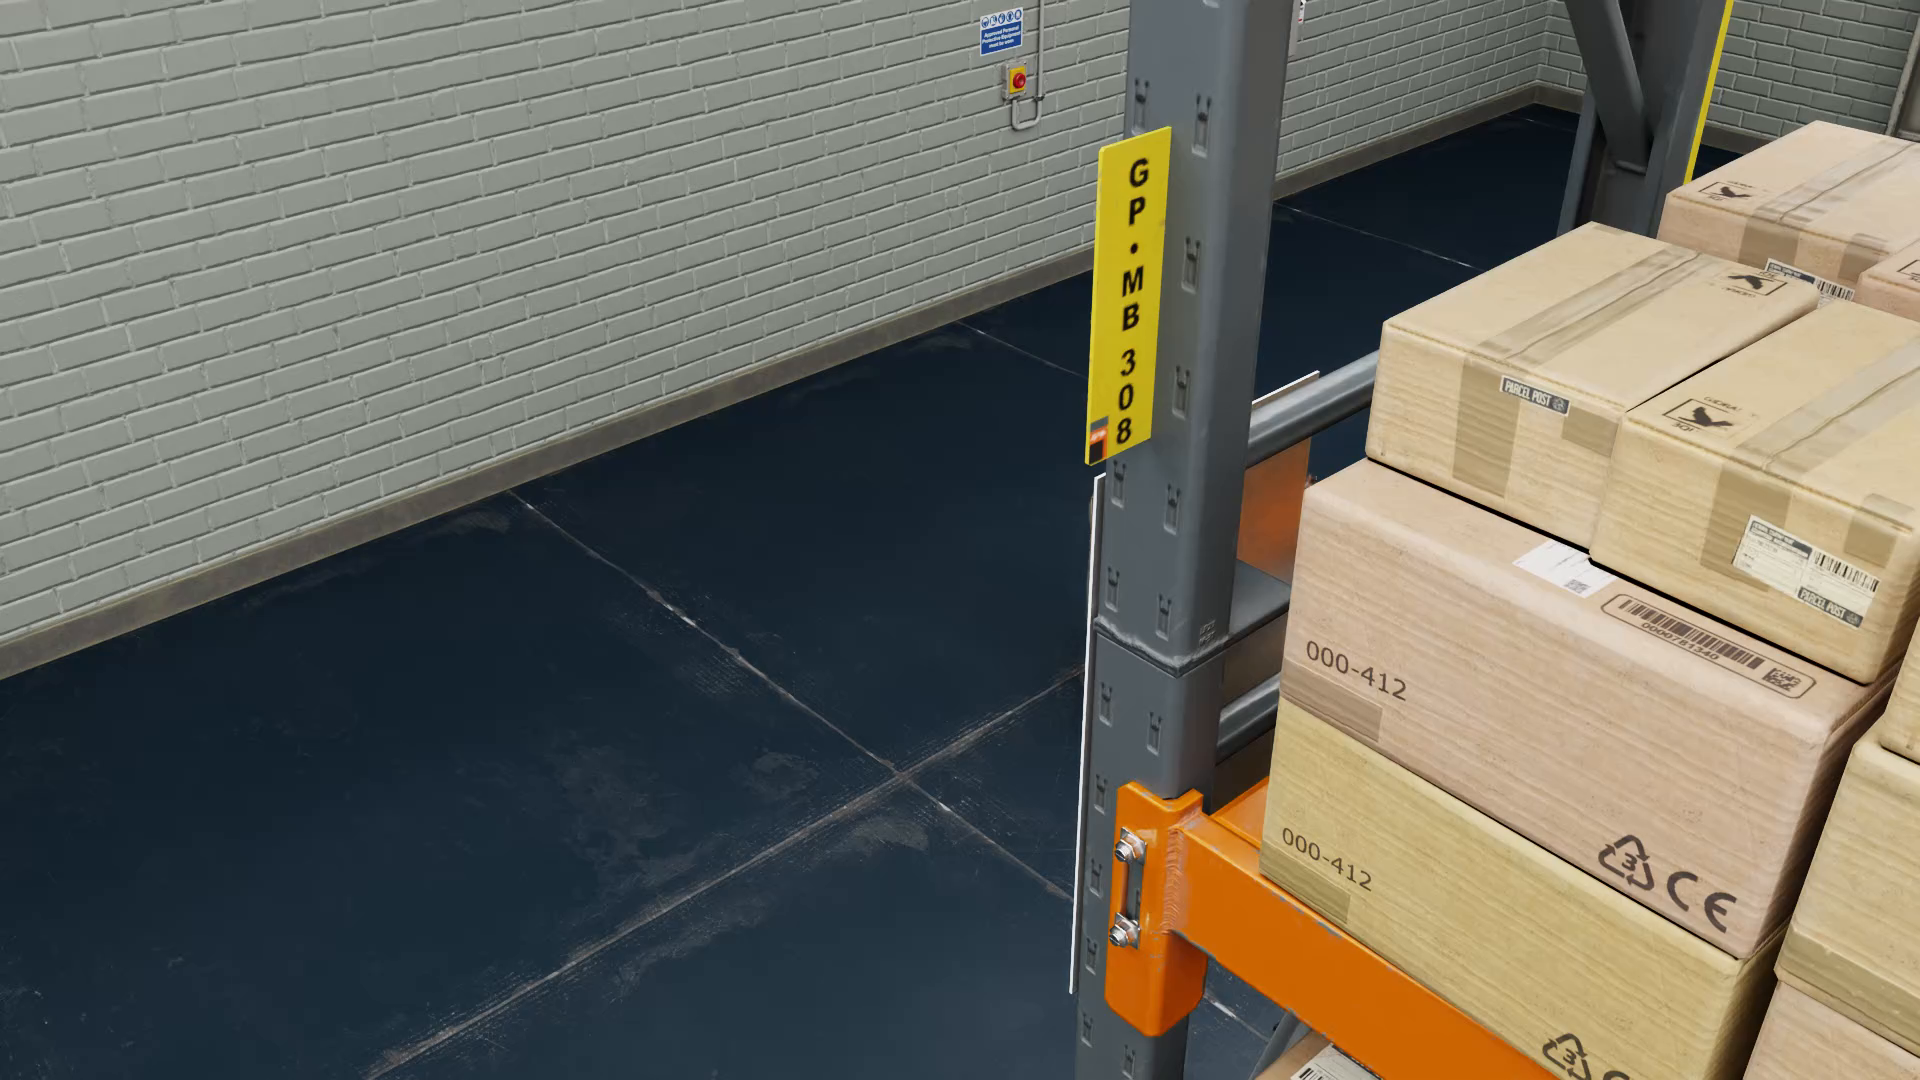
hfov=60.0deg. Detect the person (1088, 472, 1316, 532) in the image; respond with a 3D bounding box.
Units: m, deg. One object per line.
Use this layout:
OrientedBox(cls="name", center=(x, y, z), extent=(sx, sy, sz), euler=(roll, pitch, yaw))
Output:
OrientedBox(cls="person", center=(0.904, 0.160, 6.358), extent=(0.499, 1.243, 0.915), euler=(-28, 41, -37))
